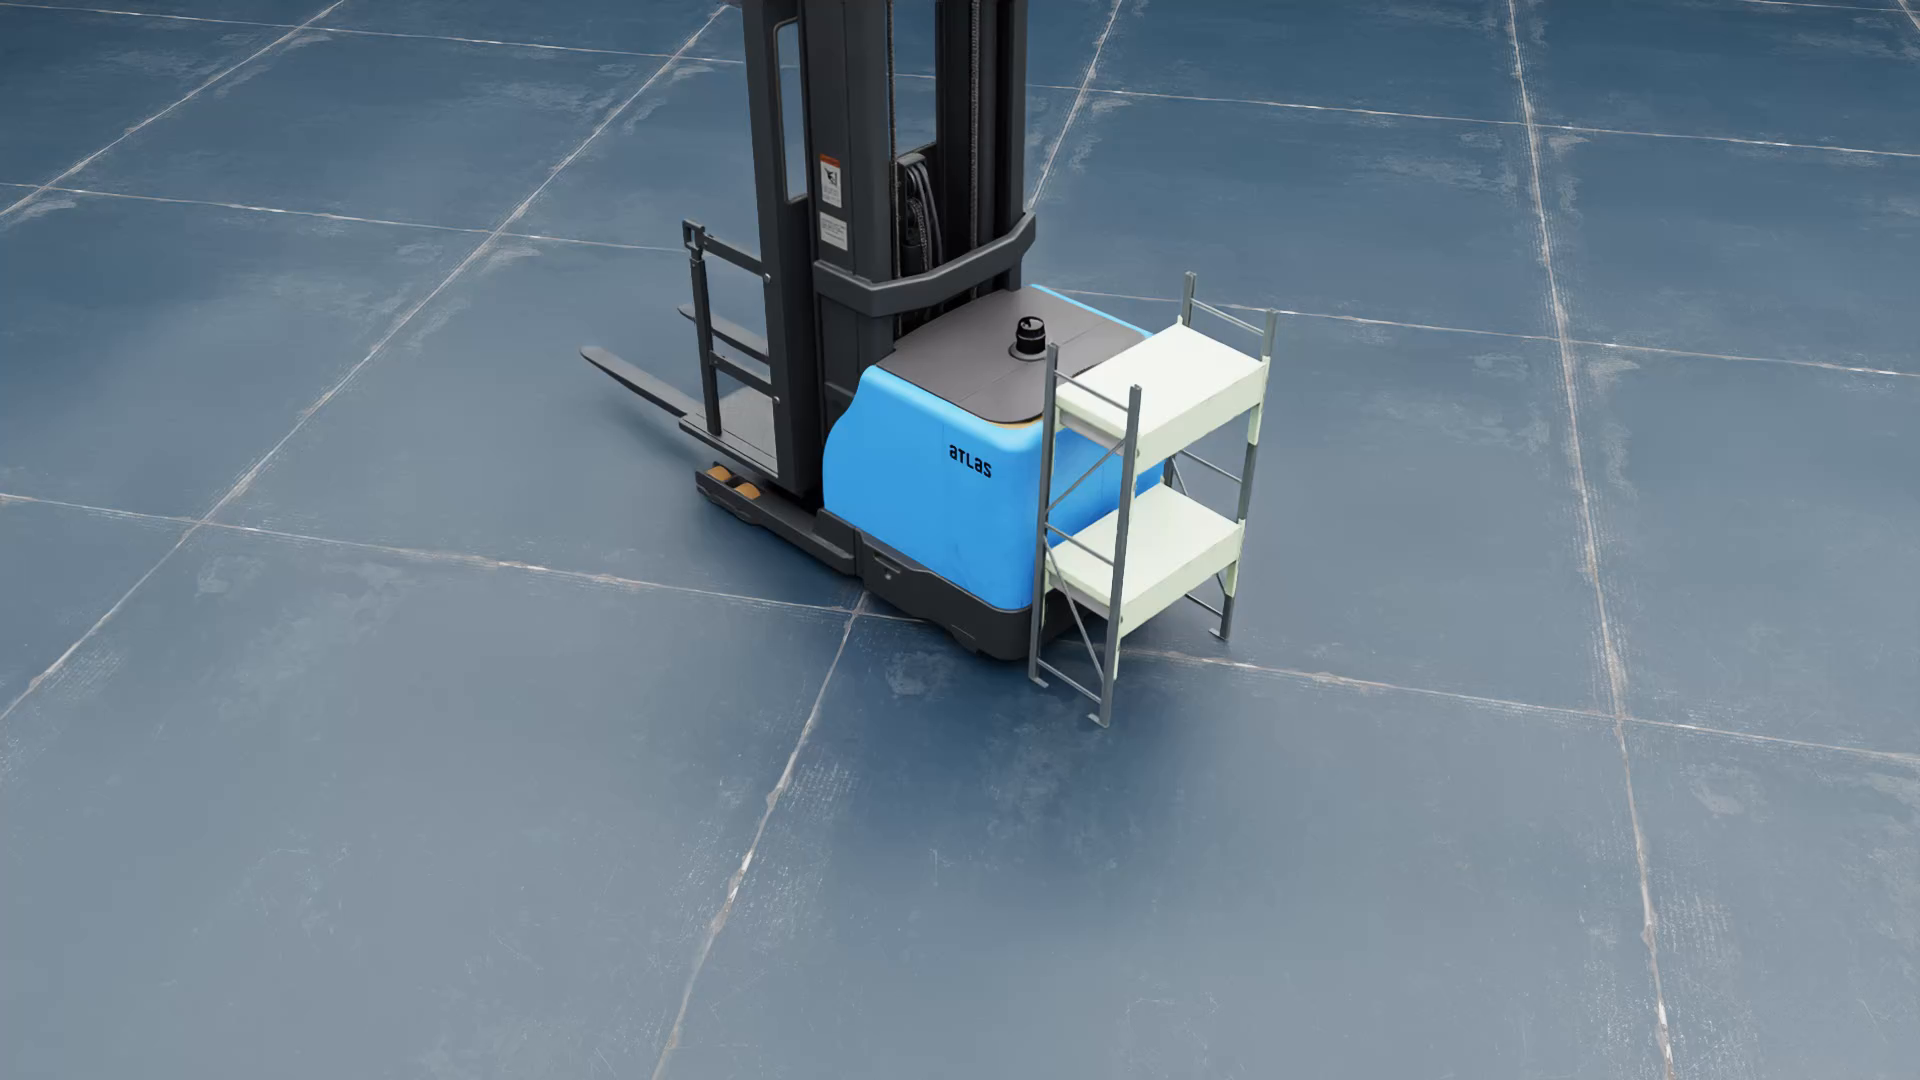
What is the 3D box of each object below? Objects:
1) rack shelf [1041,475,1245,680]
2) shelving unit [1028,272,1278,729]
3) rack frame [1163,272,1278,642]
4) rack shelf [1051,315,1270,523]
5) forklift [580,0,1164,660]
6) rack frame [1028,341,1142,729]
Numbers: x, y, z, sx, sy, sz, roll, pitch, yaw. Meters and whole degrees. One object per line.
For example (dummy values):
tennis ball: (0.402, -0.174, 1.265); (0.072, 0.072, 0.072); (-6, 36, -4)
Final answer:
rack shelf: (0.682, 0.130, 6.337); (0.720, 0.370, 0.431); (-30, 47, -35)
shelving unit: (0.688, -0.130, 6.141); (0.755, 1.500, 0.431); (-30, 47, -35)
rack frame: (0.948, -0.281, 6.350); (0.023, 1.500, 0.400); (-30, 47, -35)
rack shelf: (0.695, -0.442, 5.906); (0.720, 0.370, 0.431); (-30, 47, -35)
forklift: (-0.540, -1.468, 6.778); (3.031, 2.935, 1.130); (29, 45, 34)
rack frame: (0.428, 0.021, 5.933); (0.023, 1.500, 0.400); (-30, 47, -35)
